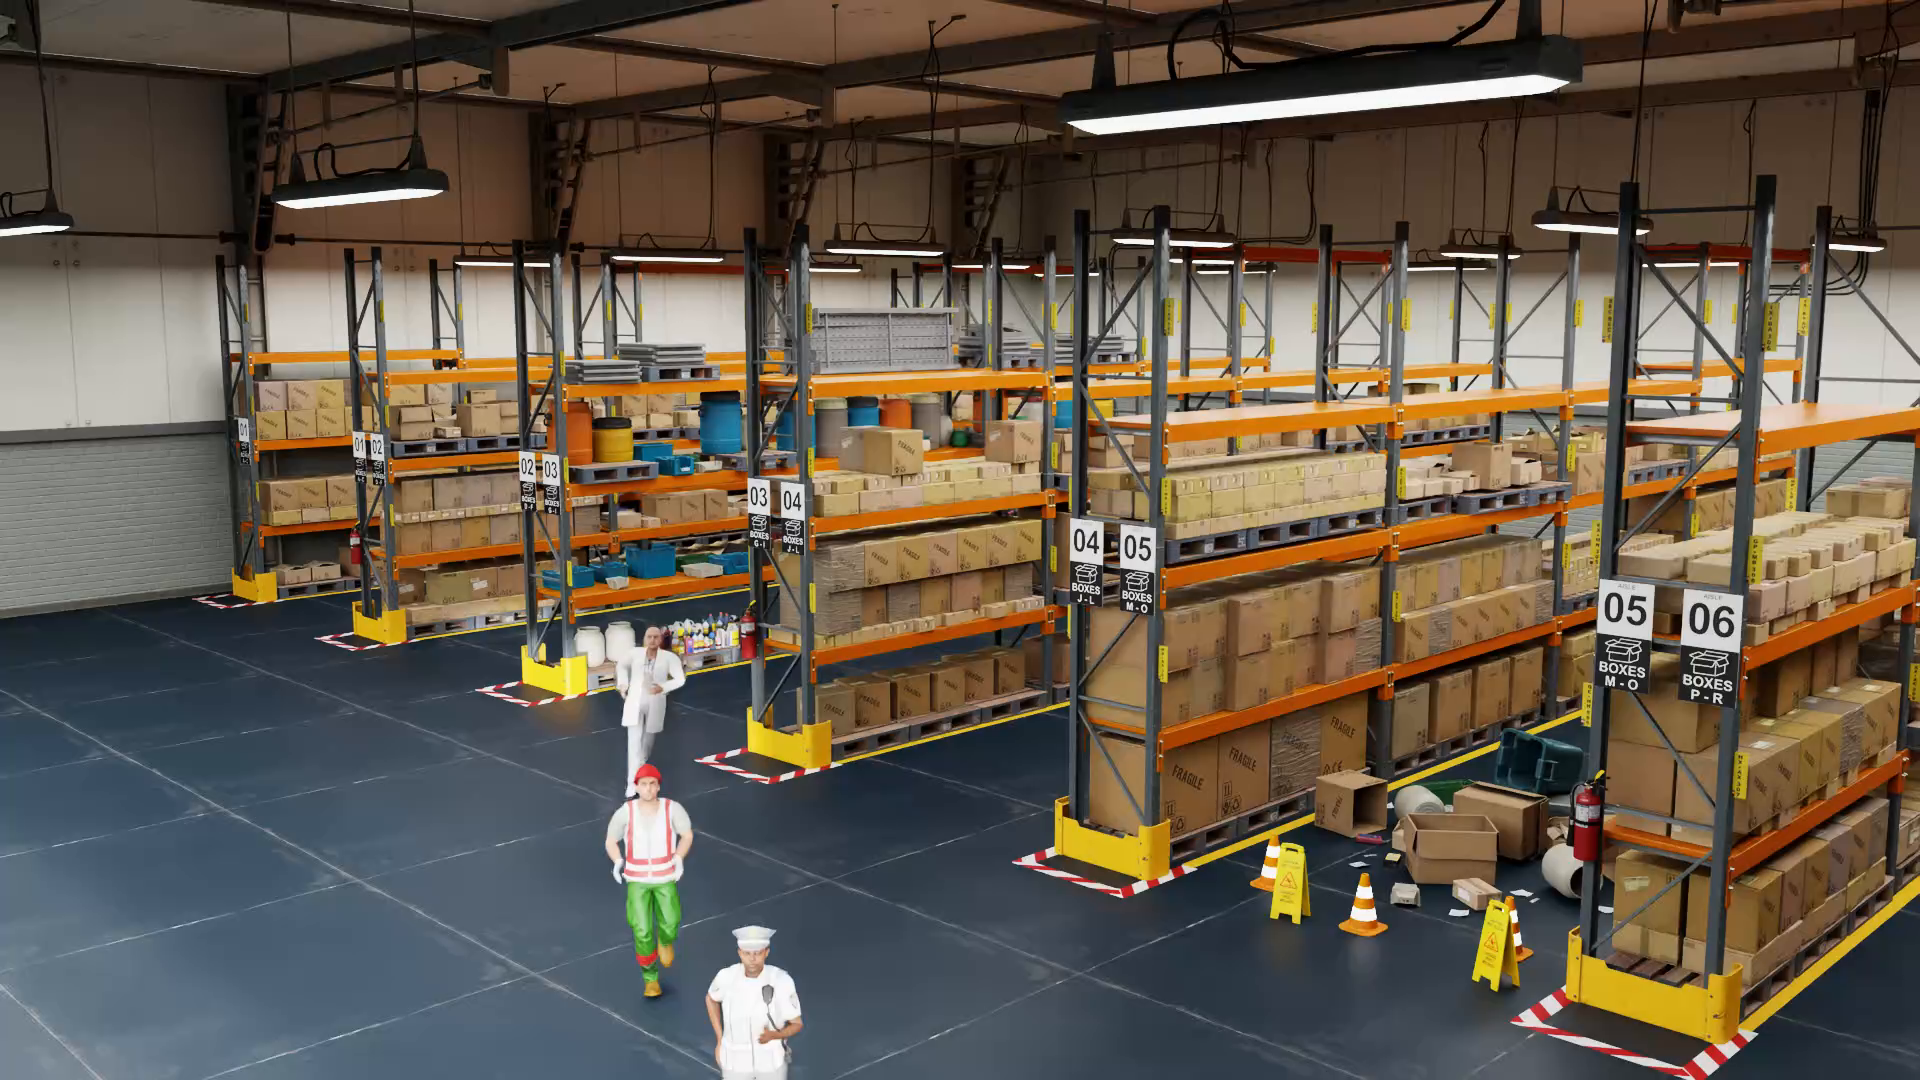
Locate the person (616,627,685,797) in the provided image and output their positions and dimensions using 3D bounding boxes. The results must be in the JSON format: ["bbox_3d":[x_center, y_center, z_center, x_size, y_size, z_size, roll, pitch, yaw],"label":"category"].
[{"bbox_3d":[-3.330,1.838,17.907,0.745,1.692,0.922,-1,8,-4],"label":"person"}]

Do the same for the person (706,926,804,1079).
[{"bbox_3d":[-1.164,3.006,9.427,0.560,1.754,0.731,-1,8,-5],"label":"person"}]

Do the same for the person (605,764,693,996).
[{"bbox_3d":[-2.335,2.544,12.533,0.653,1.736,0.574,-2,8,-10],"label":"person"}]

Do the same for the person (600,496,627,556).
[{"bbox_3d":[-6.350,-0.008,30.679,0.576,1.652,0.921,7,11,39],"label":"person"}]
